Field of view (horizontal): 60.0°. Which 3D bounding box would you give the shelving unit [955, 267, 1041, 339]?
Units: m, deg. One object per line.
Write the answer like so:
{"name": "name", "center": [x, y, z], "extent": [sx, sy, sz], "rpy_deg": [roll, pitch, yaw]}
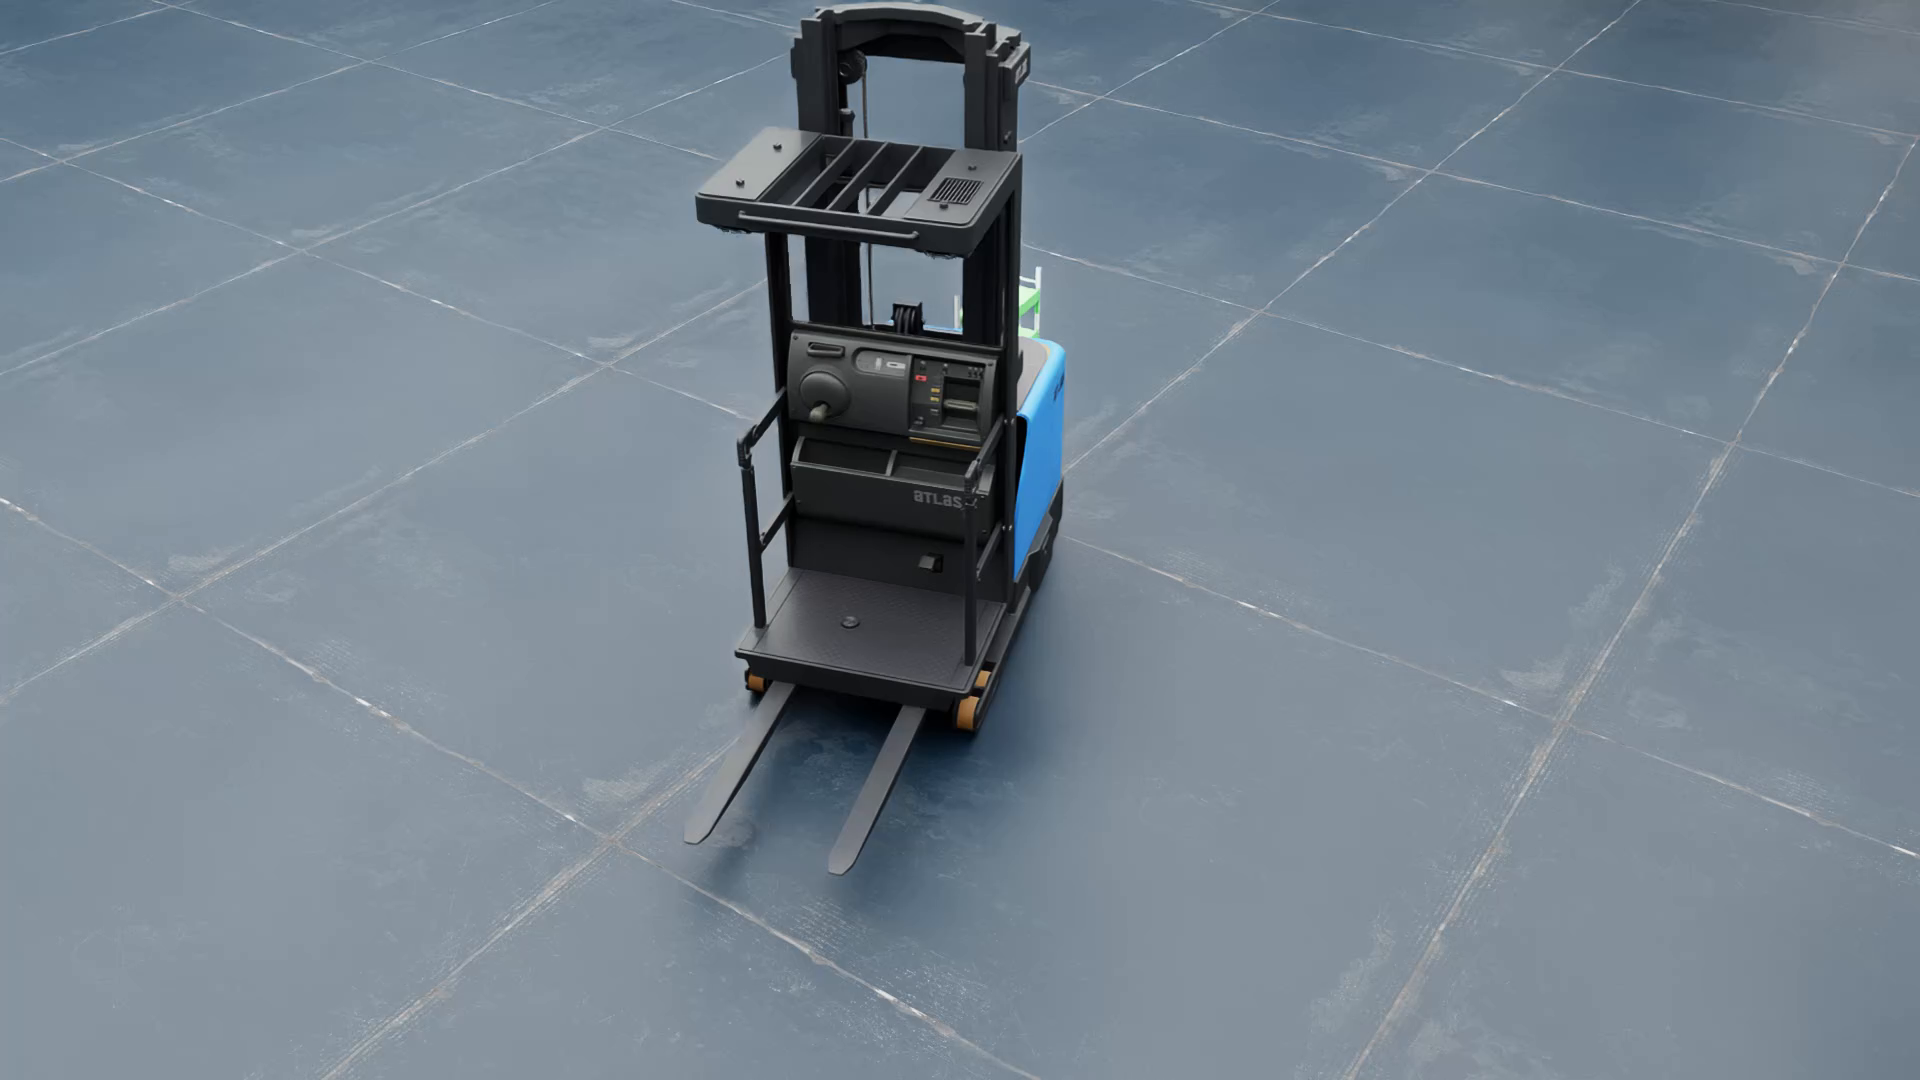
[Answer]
{"name": "shelving unit", "center": [0.200, -0.838, 8.918], "extent": [0.258, 1.200, 0.503], "rpy_deg": [17, 38, 23]}

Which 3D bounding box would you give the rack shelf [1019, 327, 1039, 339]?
{"name": "rack shelf", "center": [0.200, -0.984, 8.820], "extent": [0.258, 0.148, 0.480], "rpy_deg": [17, 38, 23]}

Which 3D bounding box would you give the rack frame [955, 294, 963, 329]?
{"name": "rack frame", "center": [0.084, -0.718, 8.741], "extent": [0.240, 1.200, 0.015], "rpy_deg": [17, 38, 23]}

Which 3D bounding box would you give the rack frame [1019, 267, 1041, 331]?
{"name": "rack frame", "center": [0.316, -0.958, 9.096], "extent": [0.240, 1.200, 0.015], "rpy_deg": [17, 38, 23]}

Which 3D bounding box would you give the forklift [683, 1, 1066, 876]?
{"name": "forklift", "center": [-0.357, -0.598, 7.018], "extent": [1.130, 2.935, 3.031], "rpy_deg": [9, 35, 13]}

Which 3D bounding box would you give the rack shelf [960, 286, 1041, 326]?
{"name": "rack shelf", "center": [0.200, -1.183, 8.685], "extent": [0.258, 0.148, 0.480], "rpy_deg": [17, 38, 23]}
